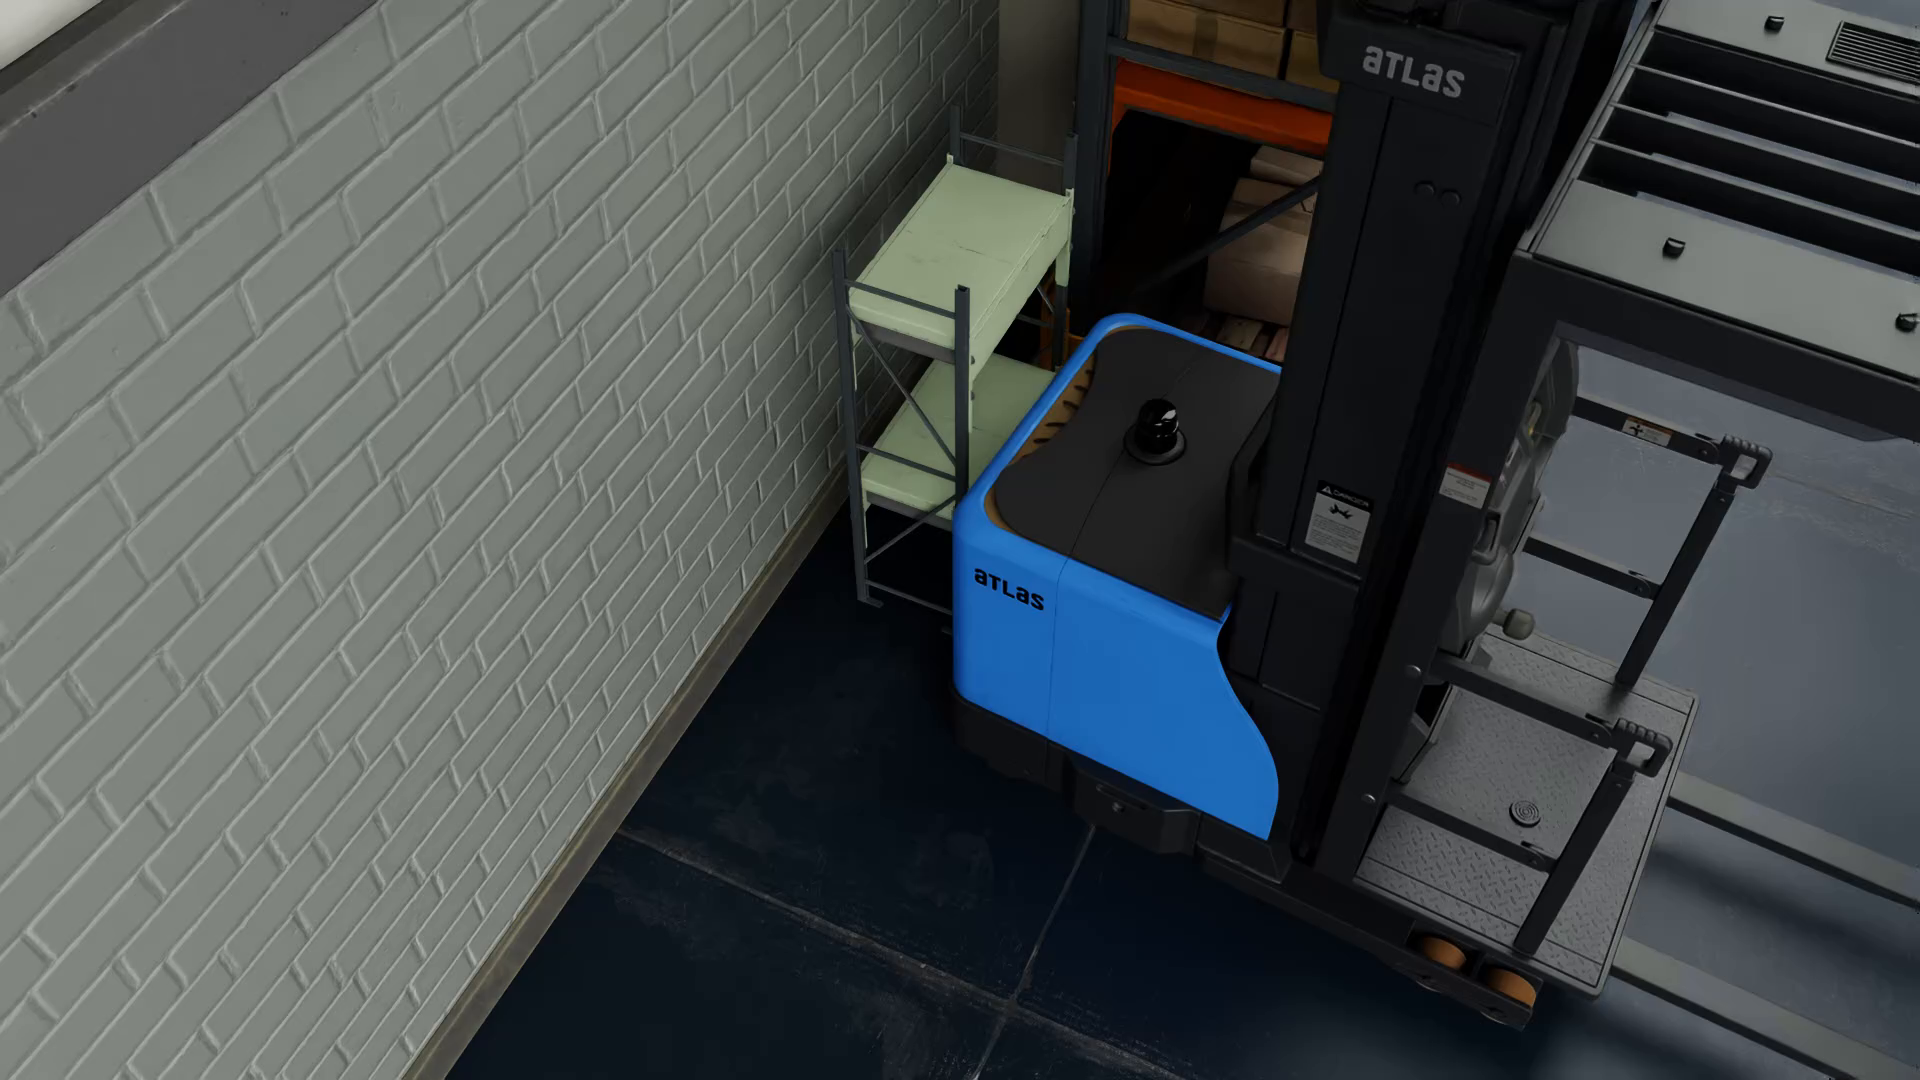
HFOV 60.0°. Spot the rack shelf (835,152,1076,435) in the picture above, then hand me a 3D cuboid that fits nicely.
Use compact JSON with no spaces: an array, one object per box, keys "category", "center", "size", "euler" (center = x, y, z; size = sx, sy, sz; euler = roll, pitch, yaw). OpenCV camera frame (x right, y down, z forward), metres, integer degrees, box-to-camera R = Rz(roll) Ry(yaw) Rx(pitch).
[{"category":"rack shelf","center":[-0.003,-0.734,4.878],"size":[0.431,0.370,0.720],"euler":[20,52,16]}]

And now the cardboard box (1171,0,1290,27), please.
[{"category":"cardboard box","center":[0.845,-1.957,5.038],"size":[0.500,0.500,0.500],"euler":[19,52,16]}]

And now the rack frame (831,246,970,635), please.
[{"category":"rack frame","center":[-0.159,-0.229,4.960],"size":[0.400,1.500,0.023],"euler":[20,52,16]}]

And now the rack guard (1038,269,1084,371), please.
[{"category":"rack guard","center":[0.868,-0.604,5.936],"size":[1.175,0.500,0.348],"euler":[20,52,16]}]

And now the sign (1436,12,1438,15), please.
[{"category":"sign","center":[1.326,-1.466,4.460],"size":[0.100,0.325,0.005],"euler":[20,52,16]}]

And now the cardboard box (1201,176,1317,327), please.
[{"category":"cardboard box","center":[1.212,-1.081,6.176],"size":[0.500,0.311,0.500],"euler":[14,51,12]}]

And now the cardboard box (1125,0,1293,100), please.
[{"category":"cardboard box","center":[0.860,-1.705,5.317],"size":[0.500,0.250,0.500],"euler":[20,53,17]}]

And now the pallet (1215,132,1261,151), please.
[{"category":"pallet","center":[1.769,-1.896,7.225],"size":[1.003,0.211,1.213],"euler":[20,52,16]}]

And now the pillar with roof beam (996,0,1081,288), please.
[{"category":"pillar with roof beam","center":[4.245,-2.669,2.112],"size":[9.100,9.000,0.400],"euler":[20,52,16]}]

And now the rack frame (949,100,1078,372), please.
[{"category":"rack frame","center":[0.153,-0.733,5.389],"size":[0.400,1.500,0.023],"euler":[20,52,16]}]

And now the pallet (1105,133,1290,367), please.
[{"category":"pallet","center":[1.247,-1.059,6.512],"size":[1.003,0.211,1.213],"euler":[20,52,16]}]

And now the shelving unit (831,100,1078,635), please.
[{"category":"shelving unit","center":[-0.003,-0.481,5.175],"size":[0.431,1.500,0.755],"euler":[20,52,16]}]

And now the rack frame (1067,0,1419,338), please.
[{"category":"rack frame","center":[0.835,-1.362,4.940],"size":[1.000,3.000,0.127],"euler":[20,52,16]}]

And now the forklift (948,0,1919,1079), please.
[{"category":"forklift","center":[1.500,-0.078,3.892],"size":[3.031,2.935,1.130],"euler":[23,54,19]}]

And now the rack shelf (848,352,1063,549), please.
[{"category":"rack shelf","center":[-0.003,-0.270,5.423],"size":[0.431,0.370,0.720],"euler":[20,52,16]}]

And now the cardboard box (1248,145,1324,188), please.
[{"category":"cardboard box","center":[1.456,-1.473,6.511],"size":[0.500,0.311,0.500],"euler":[24,54,19]}]

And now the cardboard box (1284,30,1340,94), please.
[{"category":"cardboard box","center":[1.331,-1.553,5.187],"size":[0.500,0.250,0.500],"euler":[18,52,15]}]

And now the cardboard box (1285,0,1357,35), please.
[{"category":"cardboard box","center":[1.311,-1.794,4.900],"size":[0.500,0.500,0.500],"euler":[20,52,16]}]

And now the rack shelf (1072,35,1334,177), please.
[{"category":"rack shelf","center":[1.690,-2.506,6.385],"size":[1.077,0.370,4.000],"euler":[20,52,16]}]

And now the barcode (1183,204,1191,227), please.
[{"category":"barcode","center":[0.858,-1.226,6.294],"size":[0.001,0.075,0.075],"euler":[20,52,16]}]
